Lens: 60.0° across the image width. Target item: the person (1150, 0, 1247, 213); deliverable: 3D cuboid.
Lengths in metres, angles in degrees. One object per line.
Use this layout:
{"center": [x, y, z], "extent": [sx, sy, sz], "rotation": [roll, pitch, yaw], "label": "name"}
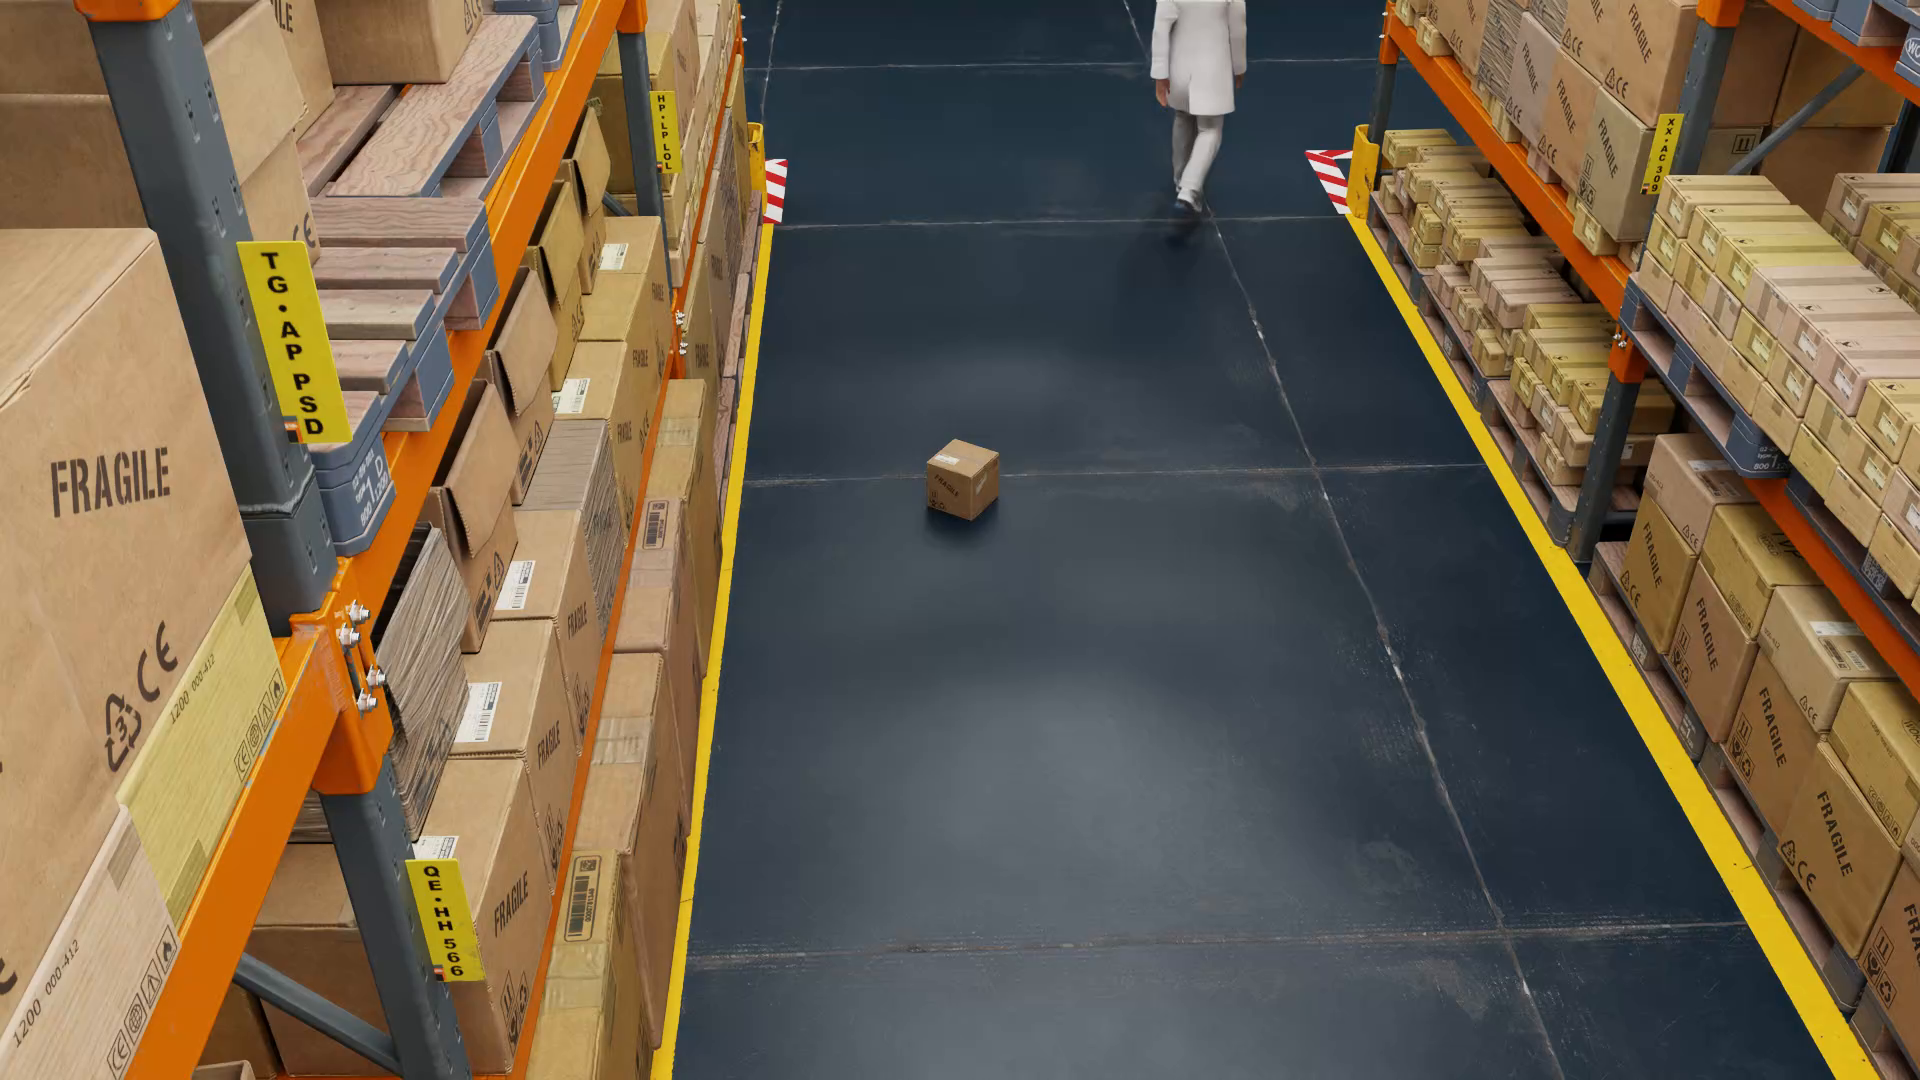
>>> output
{"center": [1.481, -2.907, 10.338], "extent": [0.559, 1.740, 1.019], "rotation": [12, 37, 17], "label": "person"}
